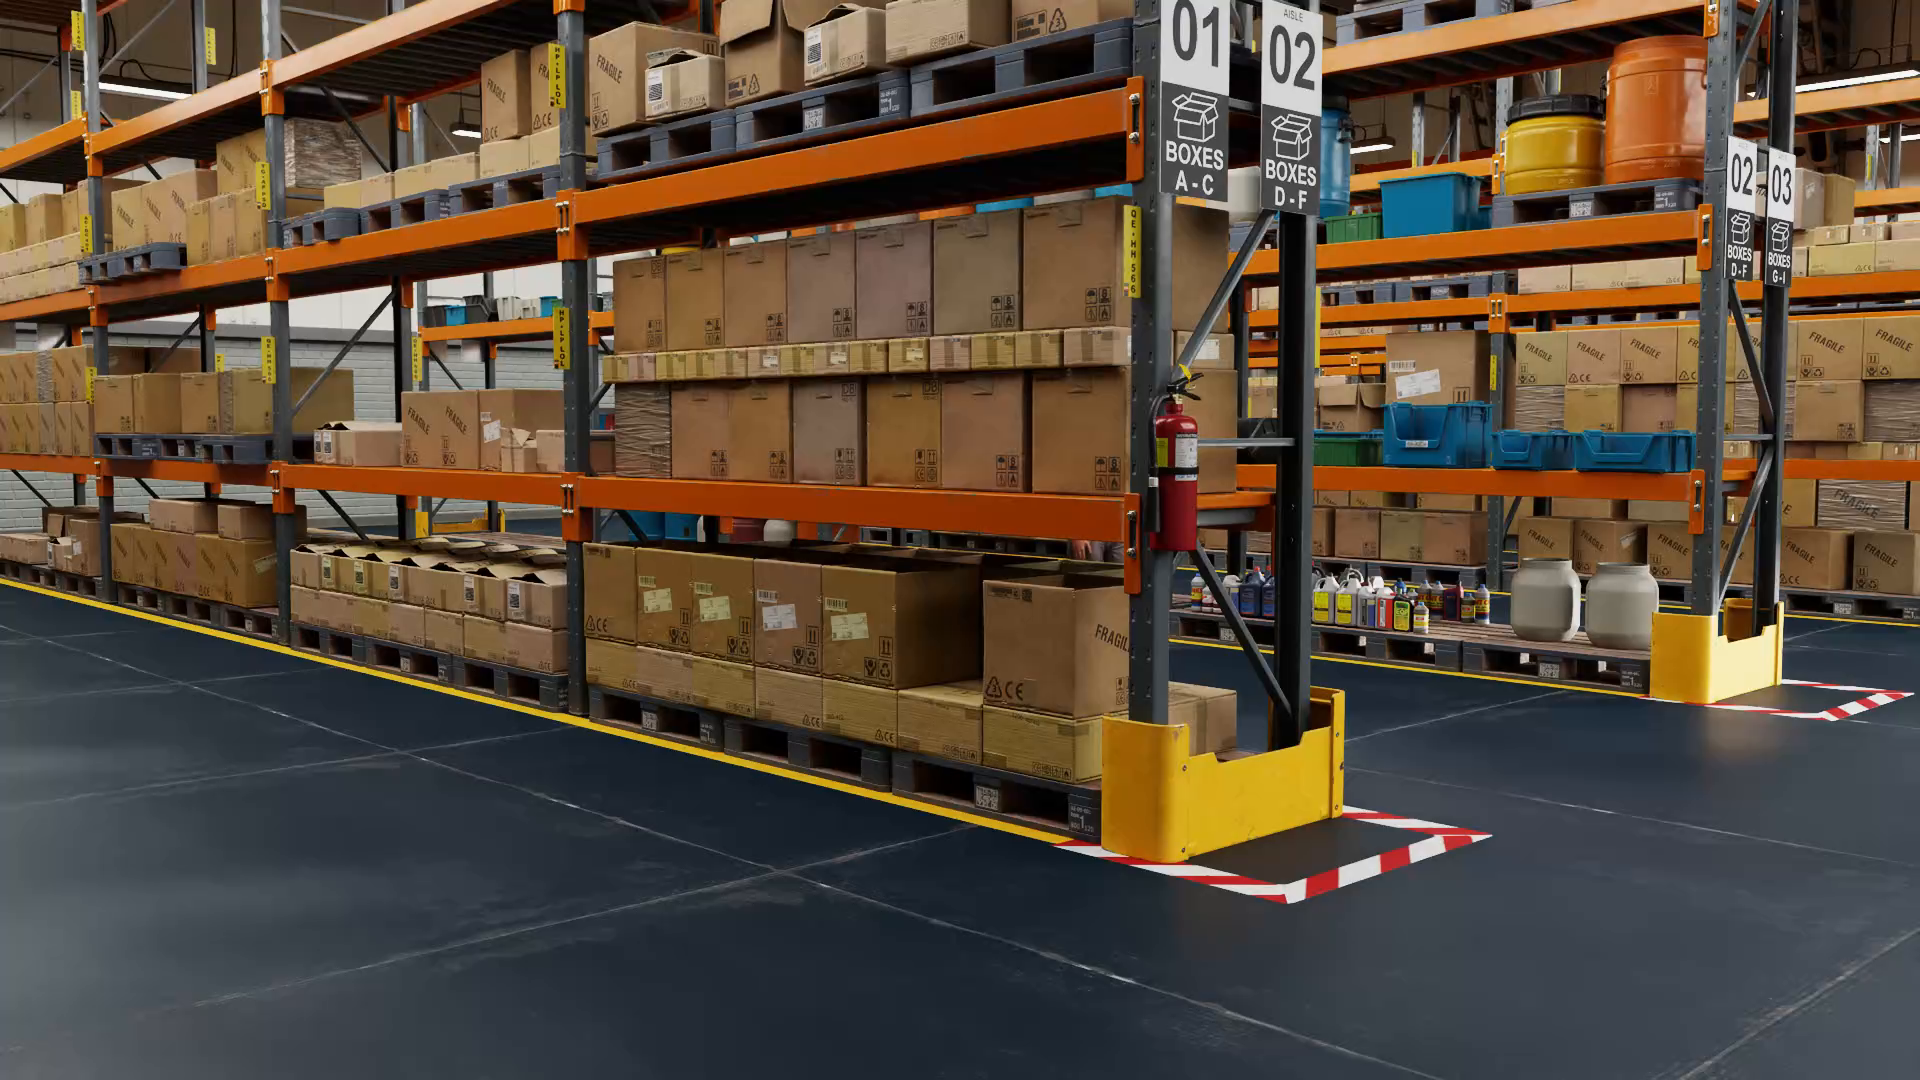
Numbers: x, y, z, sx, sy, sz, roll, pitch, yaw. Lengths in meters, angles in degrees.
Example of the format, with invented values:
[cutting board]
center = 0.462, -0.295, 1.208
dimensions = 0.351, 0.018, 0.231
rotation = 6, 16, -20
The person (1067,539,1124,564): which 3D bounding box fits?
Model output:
[person]
center = 0.871, -0.002, 10.477
dimensions = 0.420, 1.720, 0.579
rotation = 4, 5, 45
